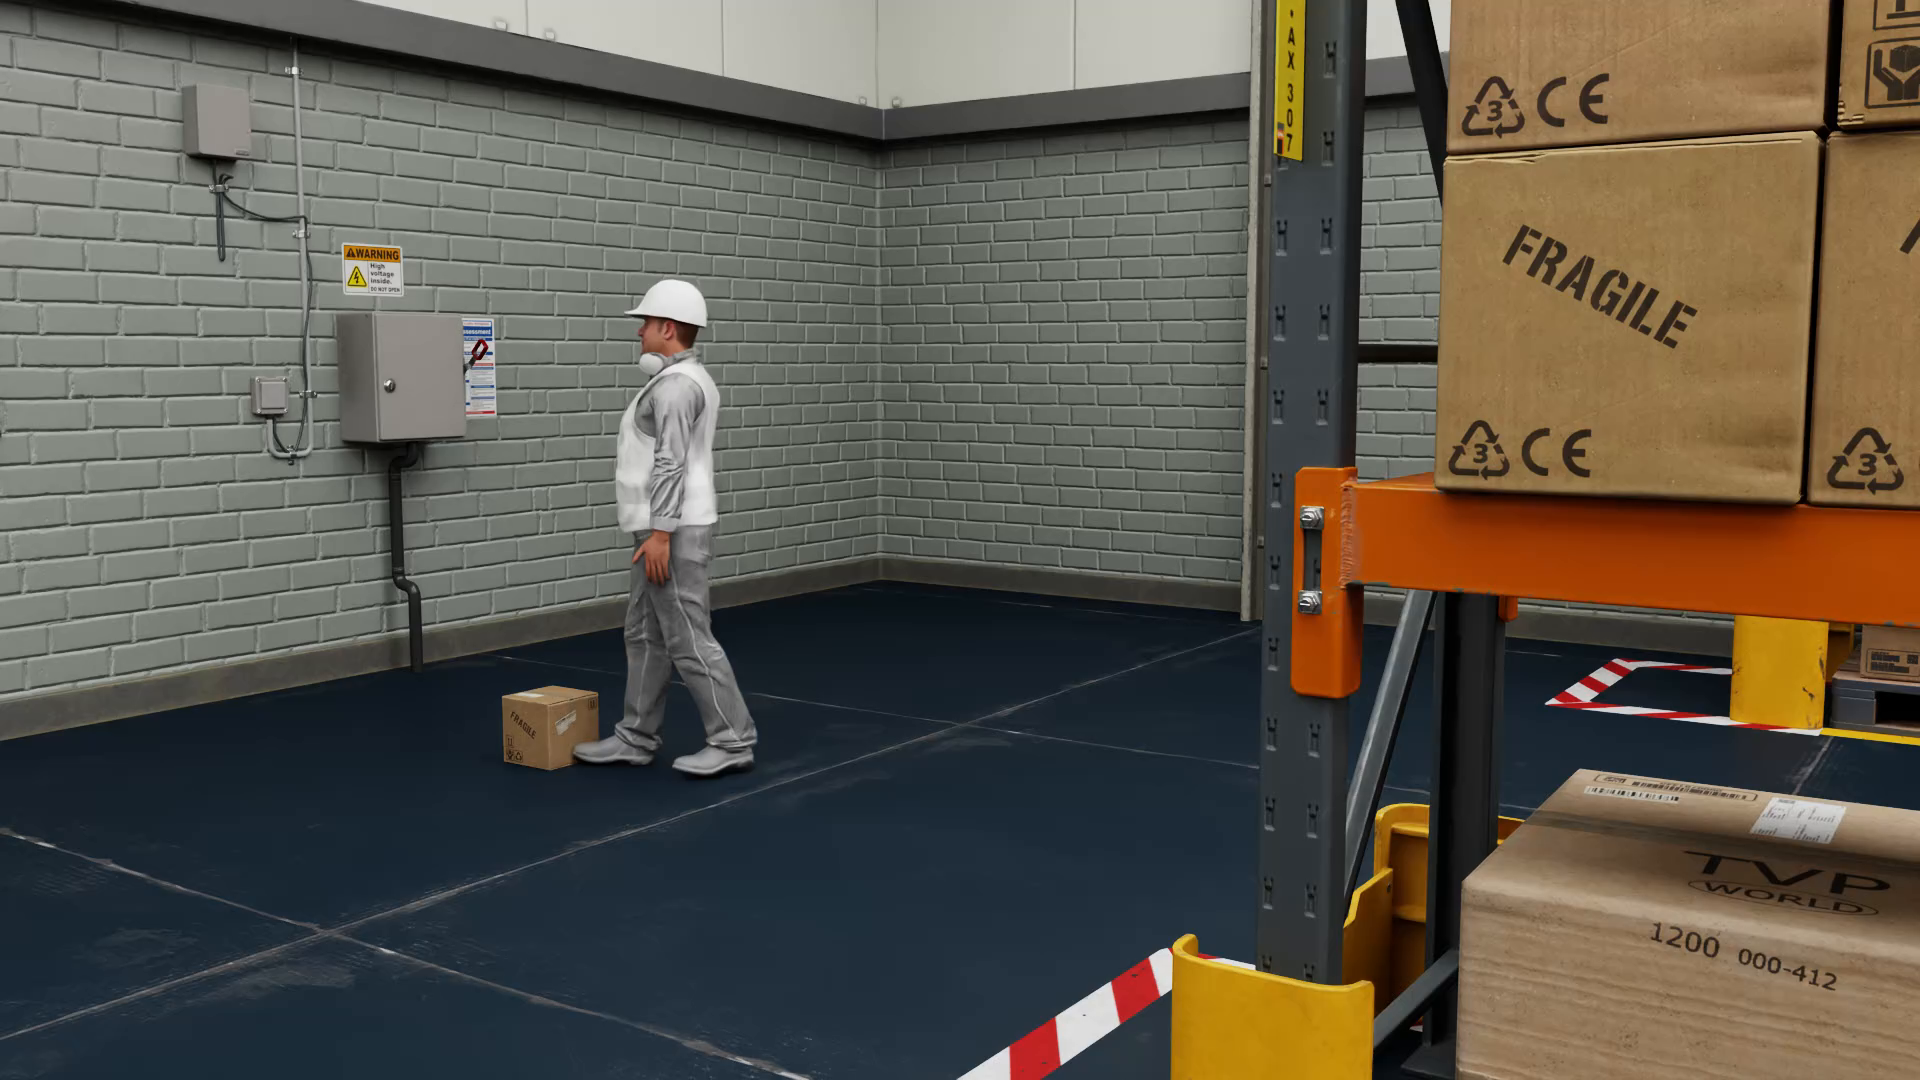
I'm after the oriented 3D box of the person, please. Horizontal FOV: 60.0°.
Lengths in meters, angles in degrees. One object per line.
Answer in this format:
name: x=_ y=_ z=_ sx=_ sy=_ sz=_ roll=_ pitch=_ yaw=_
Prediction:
person: x=-1.080 y=-0.040 z=5.965 sx=0.690 sy=1.769 sz=0.532 roll=-1 pitch=6 yaw=-5
